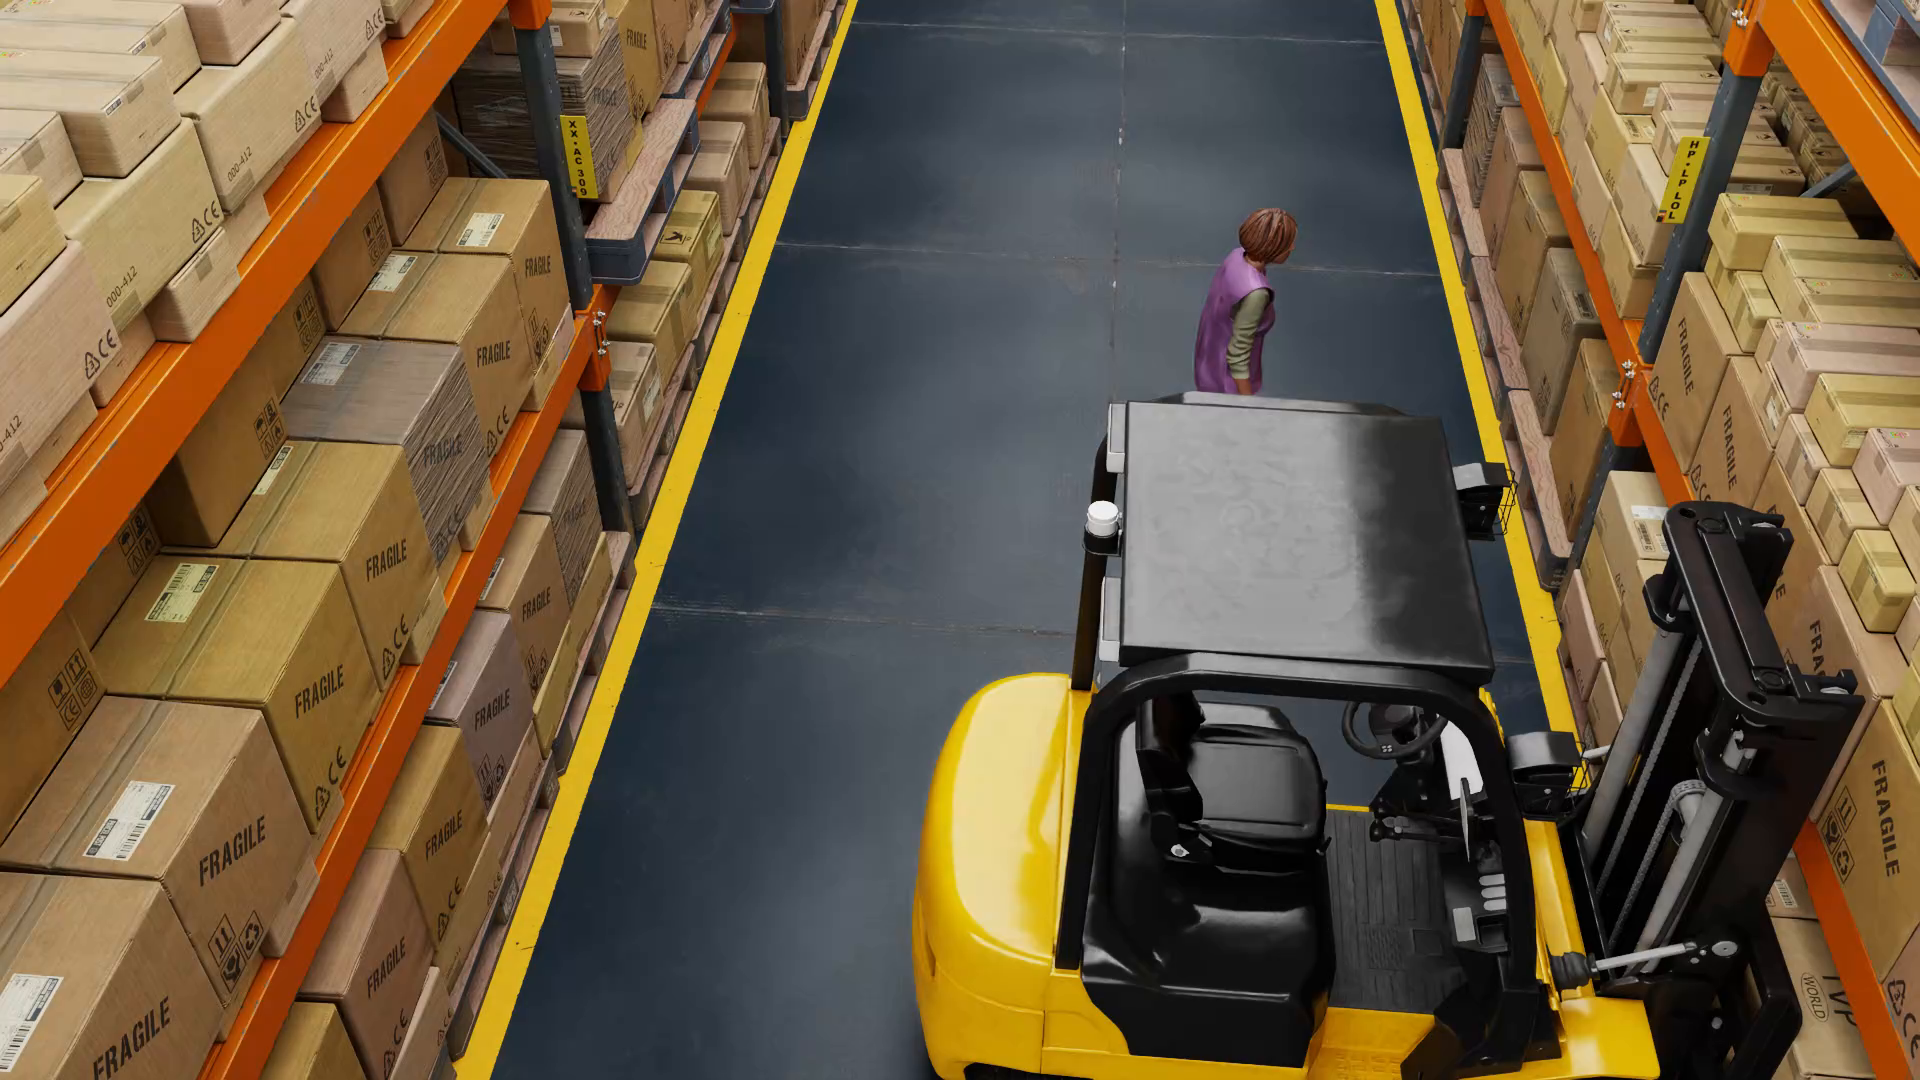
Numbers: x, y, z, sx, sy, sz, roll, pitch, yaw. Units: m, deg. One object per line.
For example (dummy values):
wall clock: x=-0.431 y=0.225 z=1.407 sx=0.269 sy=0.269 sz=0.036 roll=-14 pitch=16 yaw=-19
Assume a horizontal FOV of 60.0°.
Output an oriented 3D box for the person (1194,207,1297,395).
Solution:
person: x=1.146 y=-0.659 z=6.933 sx=0.342 sy=1.594 sz=0.483 roll=2 pitch=41 yaw=2
